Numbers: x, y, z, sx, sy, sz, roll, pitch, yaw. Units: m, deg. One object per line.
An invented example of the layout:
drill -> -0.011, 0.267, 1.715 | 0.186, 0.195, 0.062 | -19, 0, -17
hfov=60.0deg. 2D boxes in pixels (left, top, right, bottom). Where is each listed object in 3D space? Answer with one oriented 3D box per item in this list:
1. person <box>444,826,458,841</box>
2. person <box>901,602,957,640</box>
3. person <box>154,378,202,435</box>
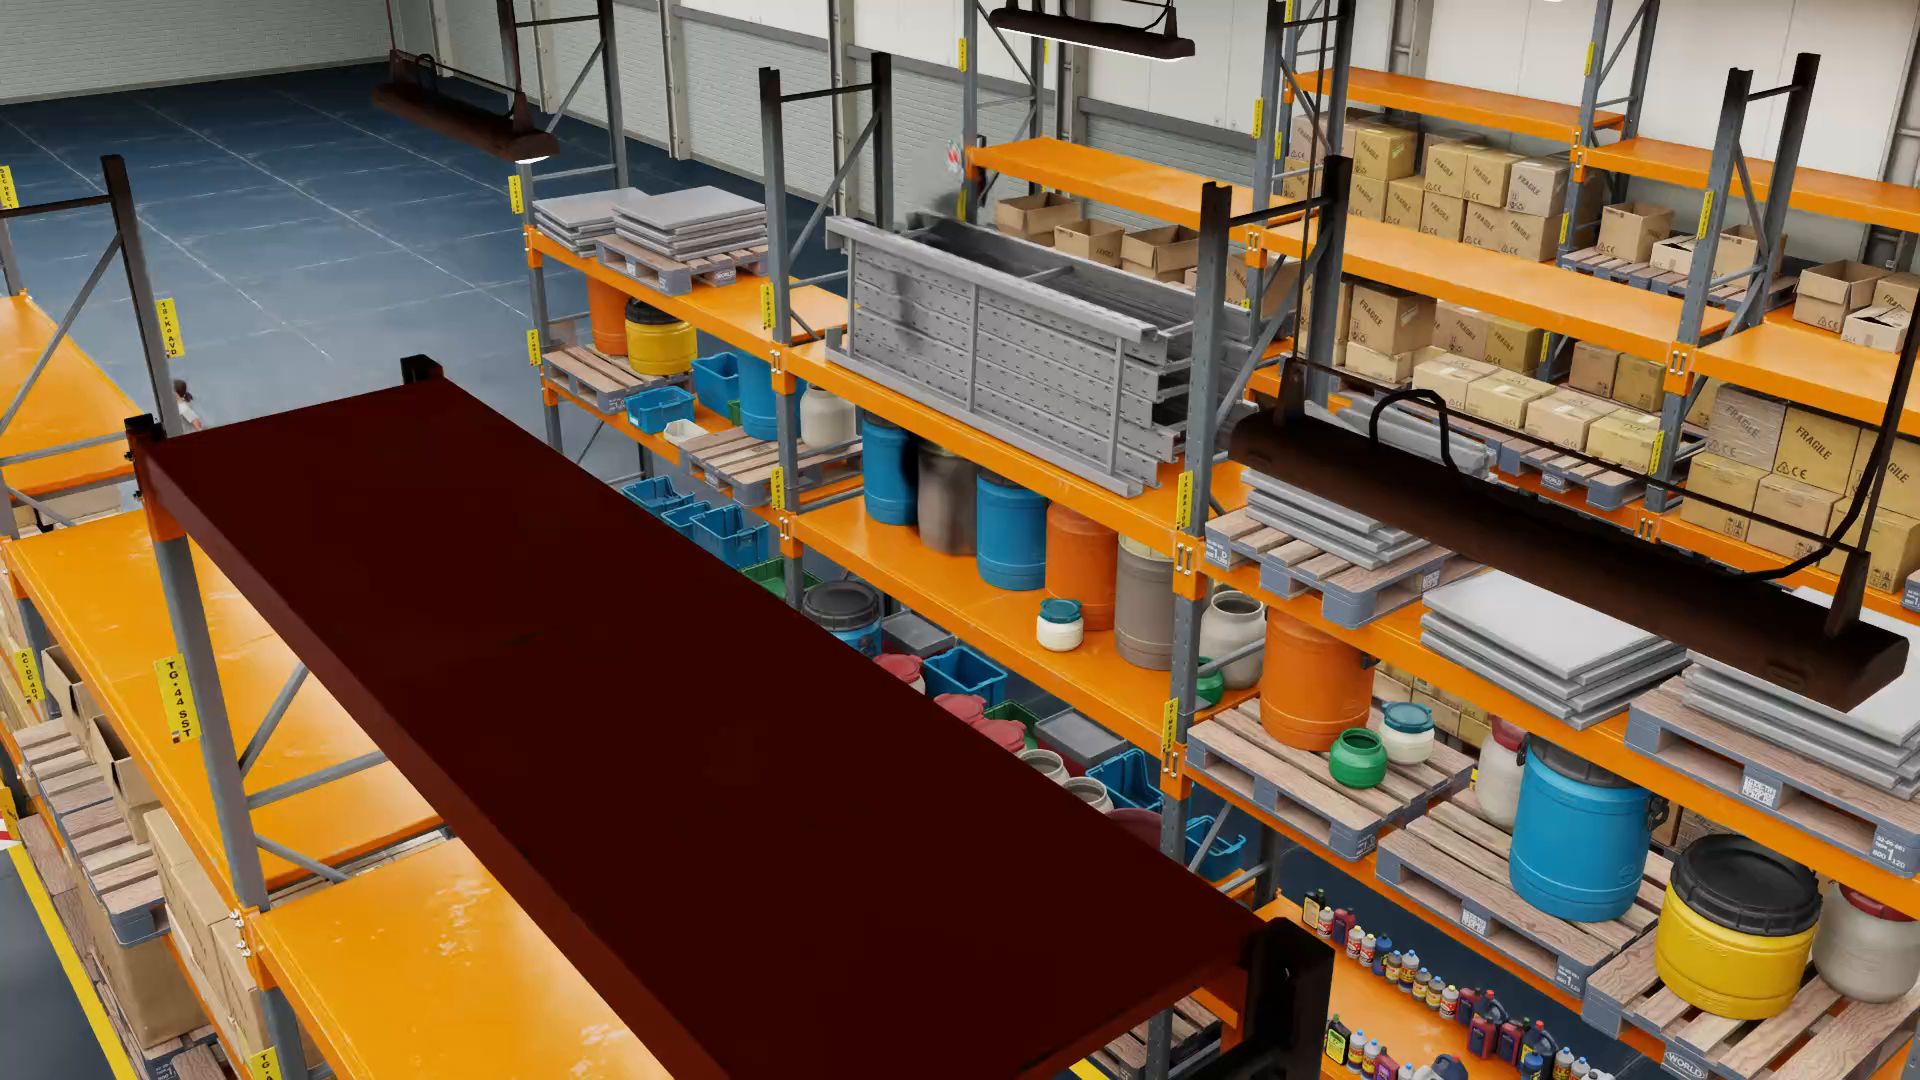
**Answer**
person -> -3.534, 1.850, 11.910 | 0.800, 1.622, 0.534 | 20, 32, 35
person -> -0.390, 0.123, 15.218 | 0.837, 1.824, 0.645 | 20, 32, 35
person -> -8.519, -0.992, 18.321 | 0.908, 1.664, 0.570 | -8, 27, -17
